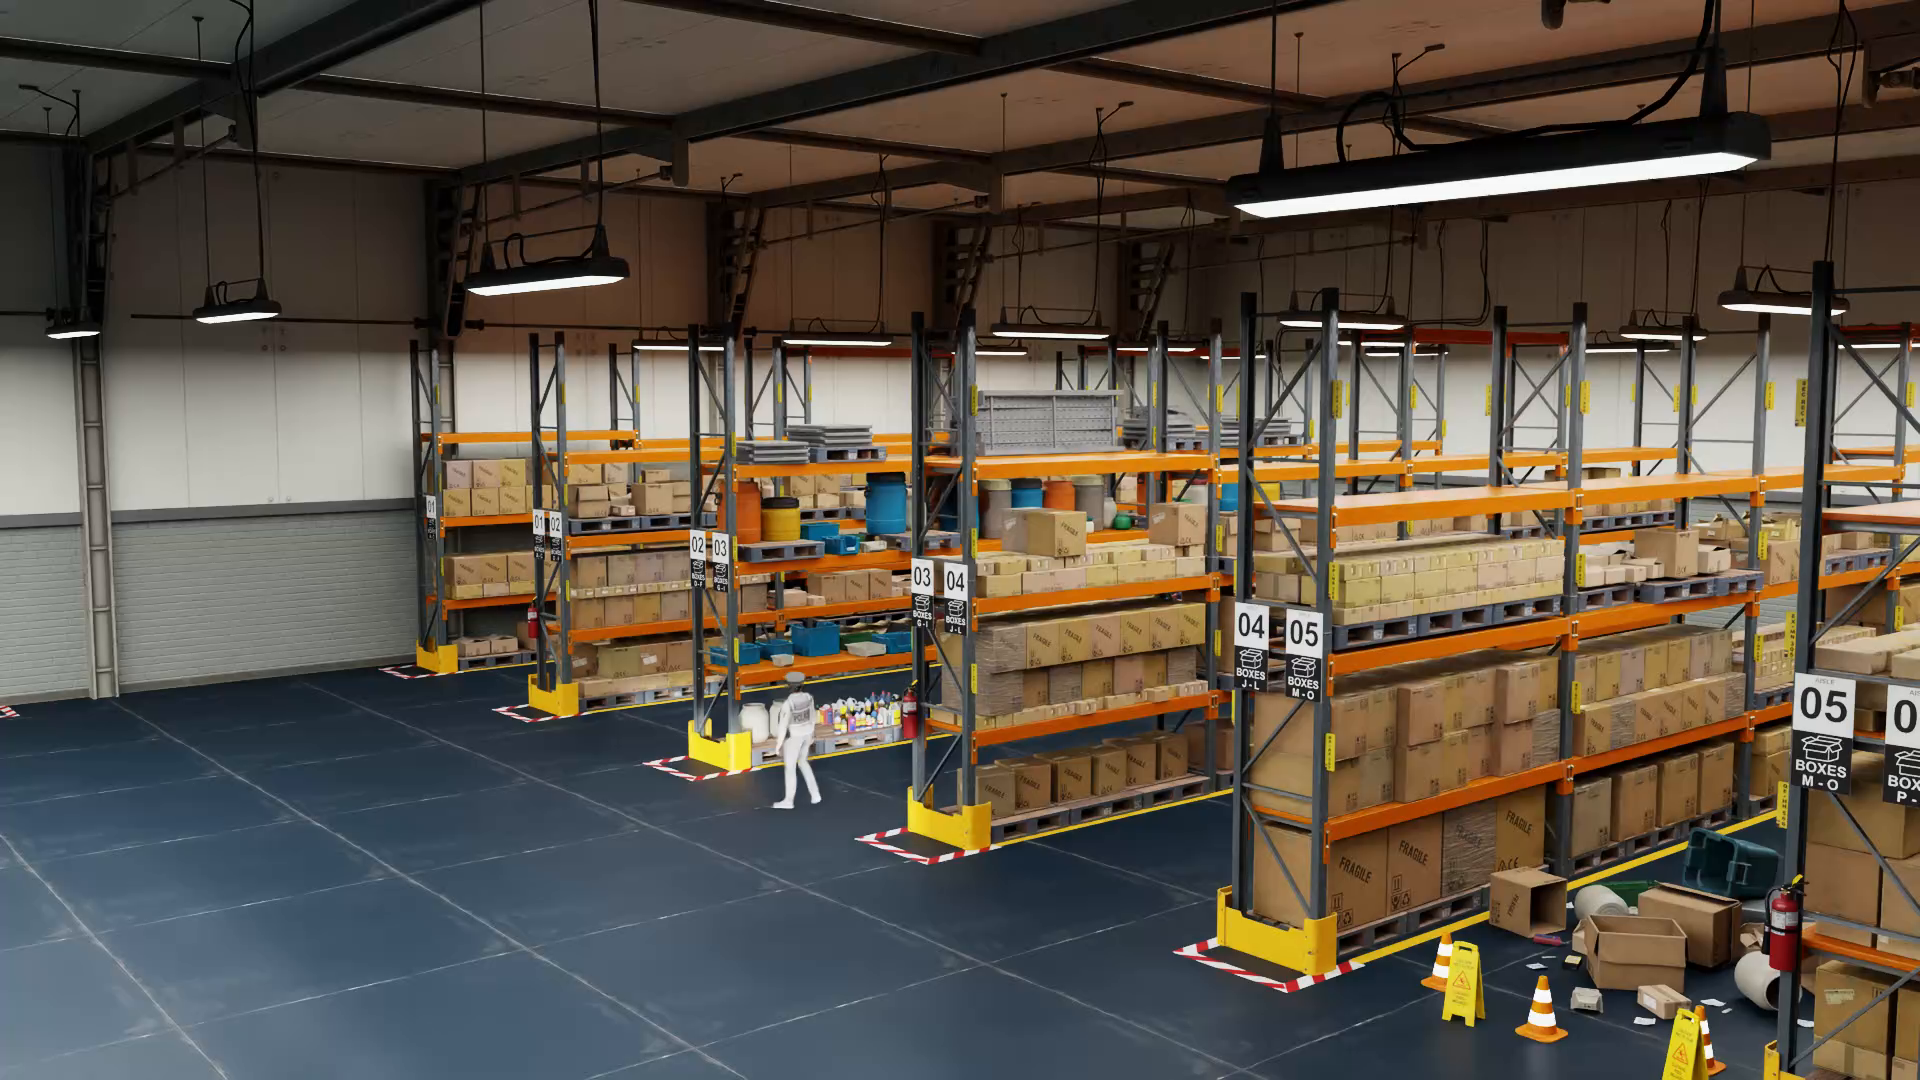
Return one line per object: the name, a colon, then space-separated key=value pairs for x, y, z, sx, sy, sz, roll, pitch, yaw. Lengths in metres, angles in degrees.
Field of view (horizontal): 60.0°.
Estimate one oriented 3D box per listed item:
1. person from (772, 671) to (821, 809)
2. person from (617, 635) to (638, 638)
person: x=-1.995 y=2.440 z=20.363 sx=0.465 sy=1.677 sz=0.572 roll=3 pitch=6 yaw=33
person: x=-5.910 y=1.604 z=29.786 sx=0.629 sy=1.732 sz=0.510 roll=-2 pitch=6 yaw=-23
